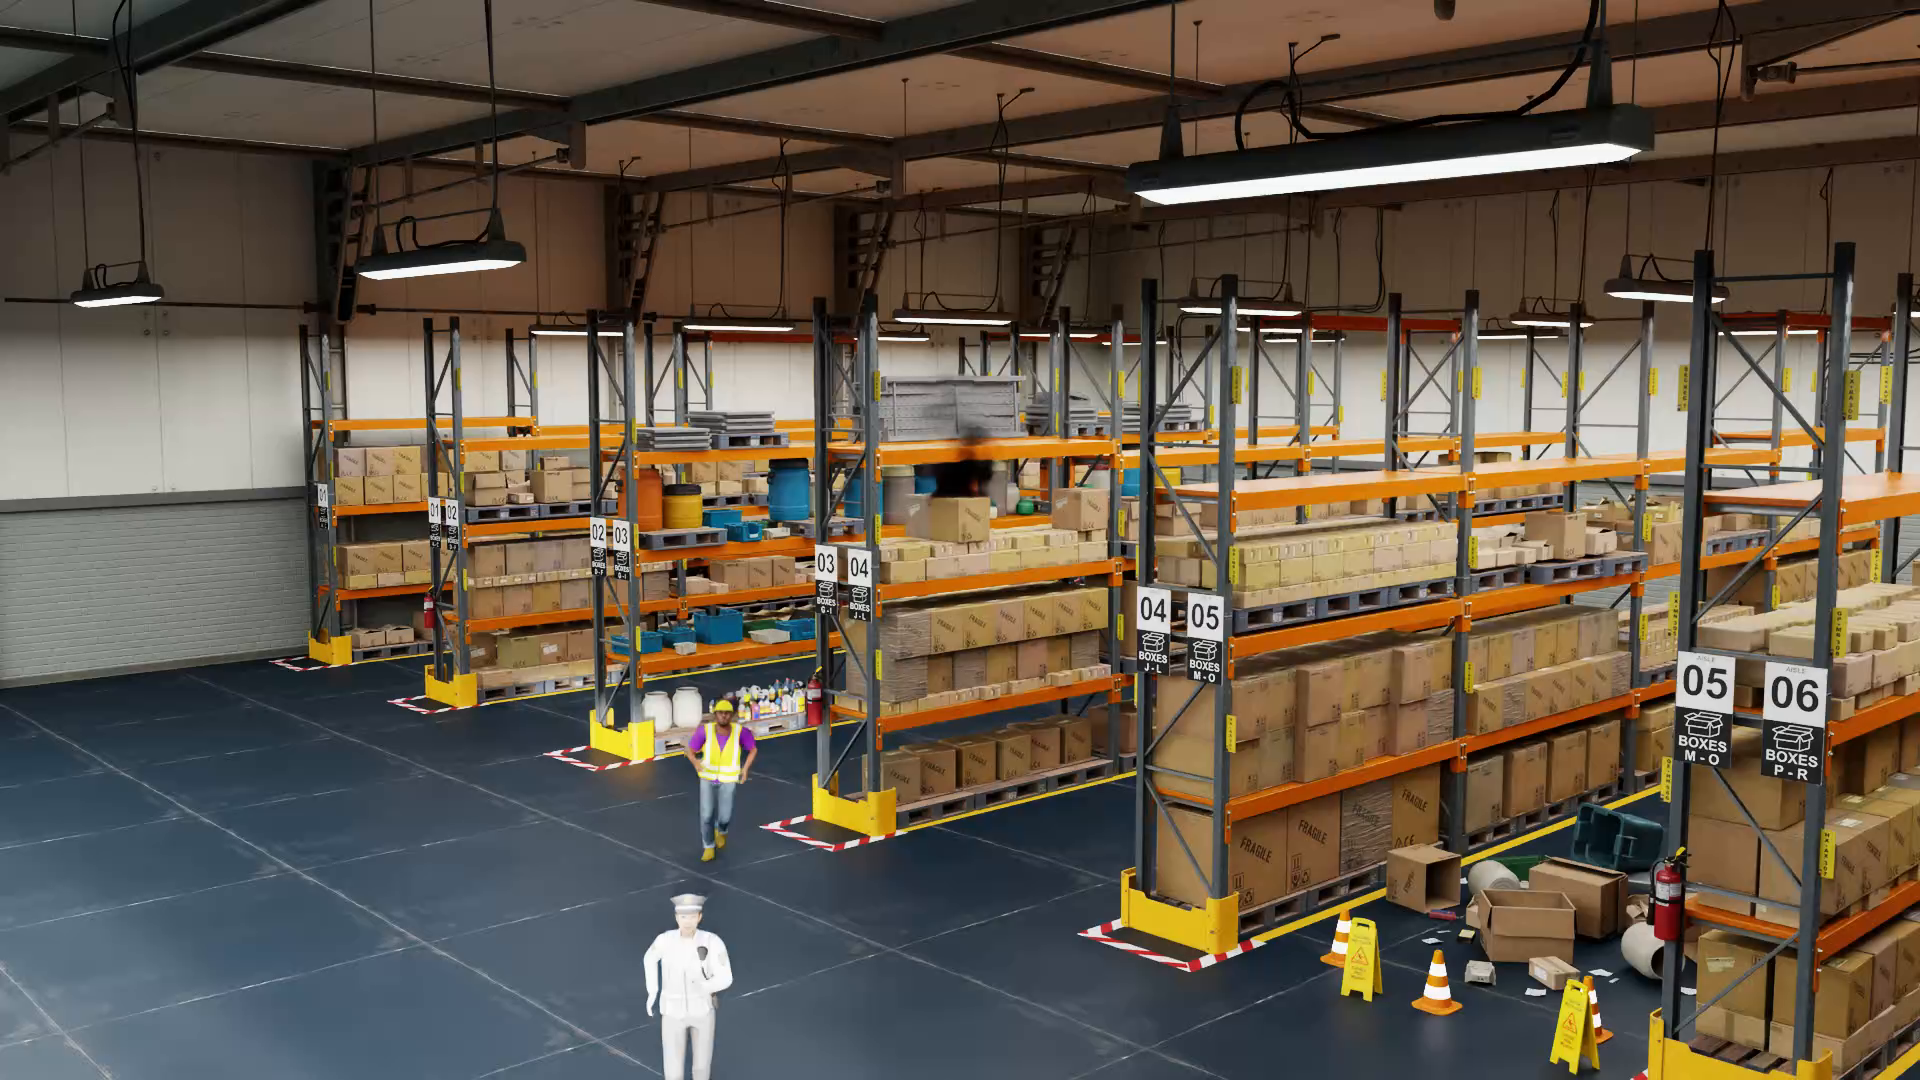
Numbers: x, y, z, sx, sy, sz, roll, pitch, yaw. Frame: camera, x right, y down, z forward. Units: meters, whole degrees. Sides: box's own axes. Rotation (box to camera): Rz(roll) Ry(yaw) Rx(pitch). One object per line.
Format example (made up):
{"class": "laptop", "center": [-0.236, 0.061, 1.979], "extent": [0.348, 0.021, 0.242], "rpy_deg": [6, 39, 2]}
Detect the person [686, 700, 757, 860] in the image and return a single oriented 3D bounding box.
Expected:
{"class": "person", "center": [-2.534, 2.539, 17.643], "extent": [0.740, 1.705, 0.613], "rpy_deg": [0, 6, -3]}

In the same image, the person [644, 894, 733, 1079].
{"class": "person", "center": [-1.815, 3.195, 11.131], "extent": [0.585, 1.744, 0.793], "rpy_deg": [-1, 6, -9]}
